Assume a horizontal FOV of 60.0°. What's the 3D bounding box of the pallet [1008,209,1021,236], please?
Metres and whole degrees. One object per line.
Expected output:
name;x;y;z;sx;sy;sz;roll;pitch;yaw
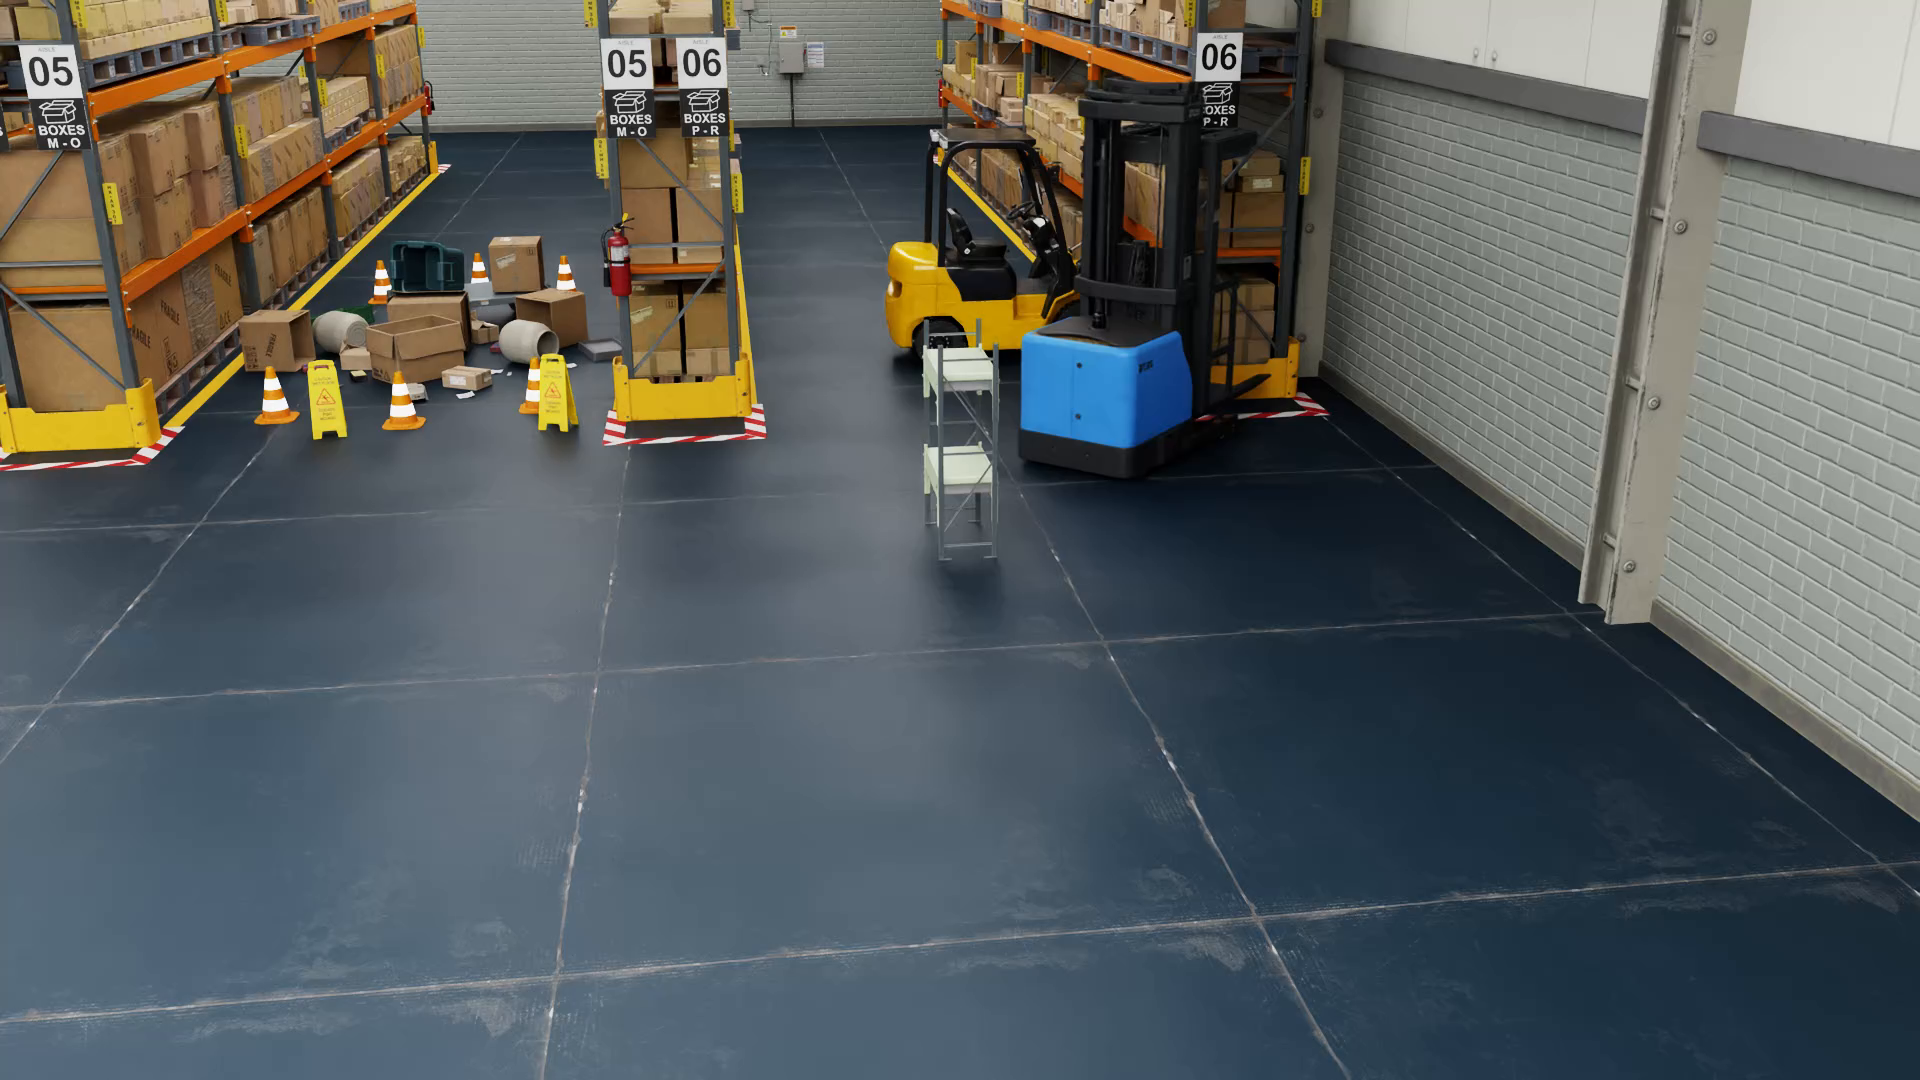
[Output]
pallet;1.265;-4.472;23.389;1.003;0.211;1.213;-3;21;-8

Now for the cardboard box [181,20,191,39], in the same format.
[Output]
cardboard box;-7.402;-4.753;15.484;0.380;0.149;0.250;-3;21;-8

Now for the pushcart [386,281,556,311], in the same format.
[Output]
pushcart;-5.248;-2.521;17.927;1.648;0.377;0.936;-11;23;-26

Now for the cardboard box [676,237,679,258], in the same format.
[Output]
cardboard box;-2.317;-2.594;14.733;0.380;0.149;0.250;-3;21;-7

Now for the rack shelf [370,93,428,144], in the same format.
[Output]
rack shelf;-9.325;-6.722;26.456;1.077;0.370;4.000;-3;21;-8

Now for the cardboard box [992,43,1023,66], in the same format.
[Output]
cardboard box;0.807;-7.853;27.172;0.500;0.500;0.500;-3;21;-9

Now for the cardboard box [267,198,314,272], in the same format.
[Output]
cardboard box;-8.332;-3.607;19.702;1.050;0.750;0.750;-3;21;-7

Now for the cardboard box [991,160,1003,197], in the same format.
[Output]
cardboard box;0.760;-5.393;24.842;0.500;0.500;0.500;-4;21;-9

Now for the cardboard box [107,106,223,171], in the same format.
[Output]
cardboard box;-7.670;-3.859;16.004;0.875;0.550;0.550;-3;21;-8

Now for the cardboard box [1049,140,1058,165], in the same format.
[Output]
cardboard box;1.379;-4.750;20.361;0.500;0.250;0.500;-2;21;-6

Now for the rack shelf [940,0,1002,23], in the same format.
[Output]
rack shelf;0.470;-8.664;27.367;1.077;0.370;4.000;-3;21;-8

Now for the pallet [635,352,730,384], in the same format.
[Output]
pallet;-2.516;-1.500;15.431;1.003;0.211;1.213;-3;21;-8

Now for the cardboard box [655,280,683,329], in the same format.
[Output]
cardboard box;-2.875;-2.202;15.581;0.500;0.500;0.500;-2;21;-6

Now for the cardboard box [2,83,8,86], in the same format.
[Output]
cardboard box;-13.775;-6.751;24.222;0.500;0.500;0.500;-3;21;-8

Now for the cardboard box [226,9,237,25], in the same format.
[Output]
cardboard box;-7.787;-5.500;17.483;0.250;0.149;0.380;-3;21;-8

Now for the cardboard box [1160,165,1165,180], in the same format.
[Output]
cardboard box;2.094;-3.471;15.654;0.380;0.149;0.250;-3;21;-8

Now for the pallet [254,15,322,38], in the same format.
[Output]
pallet;-8.314;-6.079;19.687;1.213;0.211;1.003;-2;21;-5

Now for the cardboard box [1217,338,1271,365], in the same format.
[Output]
cardboard box;2.611;-1.837;15.677;0.500;0.250;0.500;-3;21;-8

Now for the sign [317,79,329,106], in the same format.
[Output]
sign;-7.911;-5.554;20.644;0.100;0.325;0.005;-3;21;-8

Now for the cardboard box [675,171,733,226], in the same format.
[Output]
cardboard box;-2.294;-3.040;15.001;0.500;0.500;0.500;-2;21;-6

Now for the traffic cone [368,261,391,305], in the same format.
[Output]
traffic cone;-6.582;-2.949;18.951;0.336;0.463;0.334;-3;21;-8

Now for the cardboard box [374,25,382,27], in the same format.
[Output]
cardboard box;-9.811;-8.238;27.488;0.500;0.500;0.500;-3;21;-8

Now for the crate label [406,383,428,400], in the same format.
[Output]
crate label;-4.985;-1.335;15.095;0.250;0.136;0.298;-15;25;-35

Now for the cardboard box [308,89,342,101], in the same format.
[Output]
cardboard box;-8.526;-5.965;22.307;0.380;0.149;0.250;-2;21;-6

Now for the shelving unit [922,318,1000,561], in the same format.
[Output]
shelving unit;0.001;-0.700;11.448;0.431;1.500;0.755;-3;21;-8

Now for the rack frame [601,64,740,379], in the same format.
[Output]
rack frame;-2.423;-2.497;14.114;1.000;3.000;0.127;-3;21;-8

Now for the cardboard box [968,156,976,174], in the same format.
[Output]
cardboard box;0.336;-6.121;27.125;0.396;0.266;0.258;-2;21;-6

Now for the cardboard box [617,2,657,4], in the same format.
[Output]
cardboard box;-3.084;-5.061;15.912;0.380;0.149;0.250;-4;21;-10

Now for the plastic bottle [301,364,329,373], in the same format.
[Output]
plastic bottle;-6.215;-1.669;16.097;0.283;0.061;0.133;-11;23;-26

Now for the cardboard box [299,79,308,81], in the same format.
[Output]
cardboard box;-9.388;-6.469;23.658;0.380;0.149;0.250;-2;21;-6

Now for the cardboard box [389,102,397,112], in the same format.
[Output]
cardboard box;-8.959;-6.724;25.792;0.380;0.149;0.250;-3;21;-7

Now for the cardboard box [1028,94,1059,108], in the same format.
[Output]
cardboard box;1.090;-5.744;21.738;0.380;0.149;0.250;-2;21;-6

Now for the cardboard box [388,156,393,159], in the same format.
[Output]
cardboard box;-8.947;-5.820;25.636;0.380;0.149;0.250;-3;21;-9

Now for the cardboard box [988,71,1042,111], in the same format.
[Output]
cardboard box;0.795;-6.517;24.135;0.700;0.500;0.500;-3;21;-8

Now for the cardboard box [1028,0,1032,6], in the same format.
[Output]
cardboard box;1.085;-6.922;21.265;0.380;0.166;0.250;-3;21;-8

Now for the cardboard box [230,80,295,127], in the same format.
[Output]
cardboard box;-8.331;-5.166;19.690;0.700;0.500;0.500;-3;21;-9

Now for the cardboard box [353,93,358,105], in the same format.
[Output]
cardboard box;-8.668;-6.186;23.325;0.380;0.149;0.250;-4;21;-10

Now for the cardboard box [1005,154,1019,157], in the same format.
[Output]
cardboard box;0.865;-5.554;24.346;0.380;0.149;0.250;-3;21;-8

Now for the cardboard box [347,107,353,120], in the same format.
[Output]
cardboard box;-8.592;-5.868;22.898;0.380;0.149;0.250;-2;21;-5

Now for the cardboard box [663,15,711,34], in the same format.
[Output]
cardboard box;-2.272;-4.291;13.851;0.380;0.149;0.250;-3;21;-8

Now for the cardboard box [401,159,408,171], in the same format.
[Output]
cardboard box;-8.994;-5.955;26.424;0.380;0.149;0.250;-3;21;-8

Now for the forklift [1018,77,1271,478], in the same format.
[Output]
forklift;1.708;-2.305;13.698;1.130;2.935;3.031;13;24;32

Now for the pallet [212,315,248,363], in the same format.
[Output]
pallet;-7.851;-2.024;16.833;1.003;0.211;1.213;-3;21;-8

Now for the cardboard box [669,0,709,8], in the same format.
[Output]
cardboard box;-2.675;-5.263;16.454;0.380;0.149;0.250;-2;21;-6

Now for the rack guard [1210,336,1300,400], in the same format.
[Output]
rack guard;2.492;-1.569;15.203;1.175;0.500;0.348;-3;21;-8

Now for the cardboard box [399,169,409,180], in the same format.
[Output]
cardboard box;-8.998;-5.818;26.480;0.380;0.149;0.250;-3;21;-9

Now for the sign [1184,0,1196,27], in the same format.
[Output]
sign;1.950;-4.509;14.062;0.100;0.325;0.005;-3;21;-8

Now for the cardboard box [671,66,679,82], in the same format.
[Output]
cardboard box;-2.276;-4.002;14.216;0.380;0.149;0.250;-4;21;-9

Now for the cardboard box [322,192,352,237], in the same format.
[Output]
cardboard box;-8.309;-4.266;21.822;0.500;0.500;0.500;-4;21;-10

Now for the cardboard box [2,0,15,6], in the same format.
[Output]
cardboard box;-7.725;-4.303;13.139;0.380;0.149;0.250;-3;21;-7

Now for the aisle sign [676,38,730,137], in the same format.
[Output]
aisle sign;-2.107;-3.709;13.644;0.394;0.787;0.004;-3;21;-8

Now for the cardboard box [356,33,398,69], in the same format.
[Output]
cardboard box;-8.992;-7.545;25.633;0.500;0.500;0.500;-3;21;-7

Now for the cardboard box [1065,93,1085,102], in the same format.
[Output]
cardboard box;1.583;-5.767;21.799;0.380;0.149;0.250;-2;21;-6
